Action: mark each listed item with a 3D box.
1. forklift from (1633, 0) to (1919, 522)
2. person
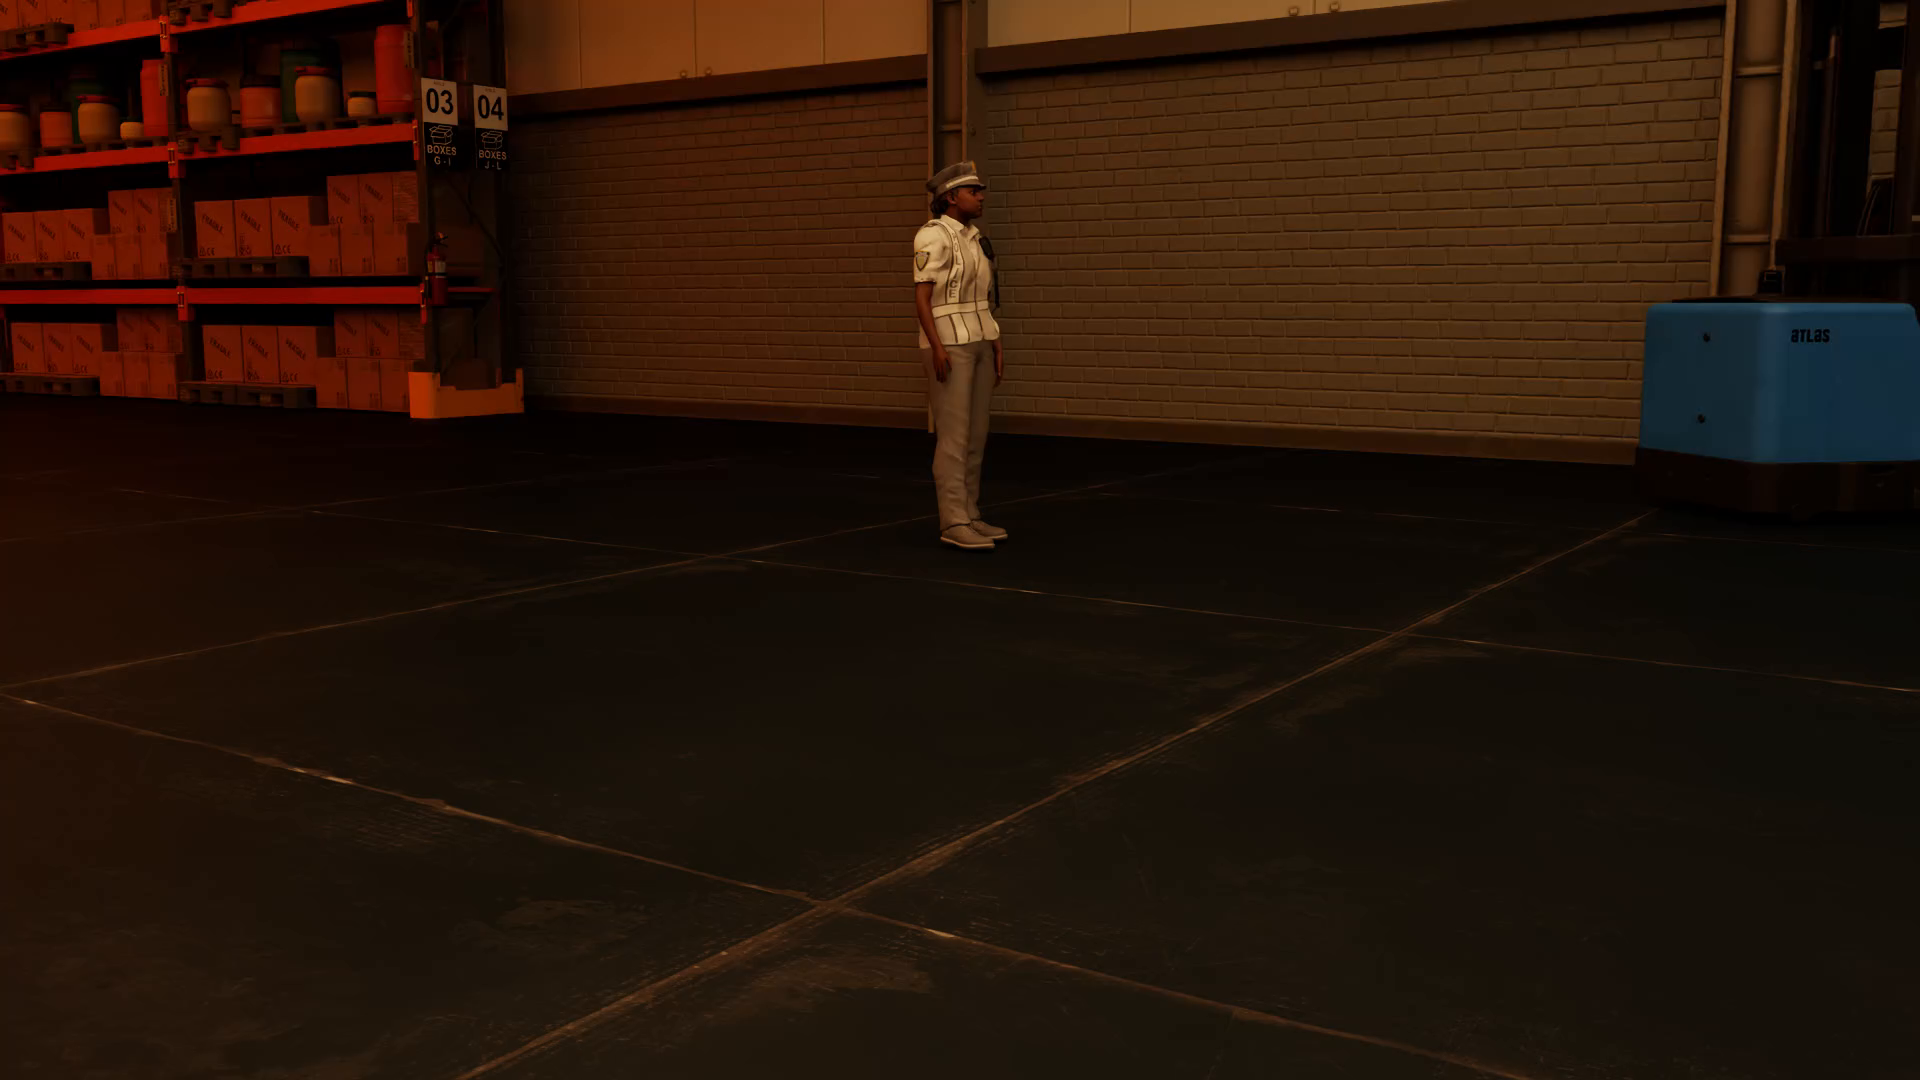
[{"bbox_3d":[5.178,-1.622,8.601,3.031,2.935,1.130,-2,8,-13],"label":"forklift"},{"bbox_3d":[0.051,-0.838,7.425,0.528,1.695,0.569,5,10,34],"label":"person"}]
